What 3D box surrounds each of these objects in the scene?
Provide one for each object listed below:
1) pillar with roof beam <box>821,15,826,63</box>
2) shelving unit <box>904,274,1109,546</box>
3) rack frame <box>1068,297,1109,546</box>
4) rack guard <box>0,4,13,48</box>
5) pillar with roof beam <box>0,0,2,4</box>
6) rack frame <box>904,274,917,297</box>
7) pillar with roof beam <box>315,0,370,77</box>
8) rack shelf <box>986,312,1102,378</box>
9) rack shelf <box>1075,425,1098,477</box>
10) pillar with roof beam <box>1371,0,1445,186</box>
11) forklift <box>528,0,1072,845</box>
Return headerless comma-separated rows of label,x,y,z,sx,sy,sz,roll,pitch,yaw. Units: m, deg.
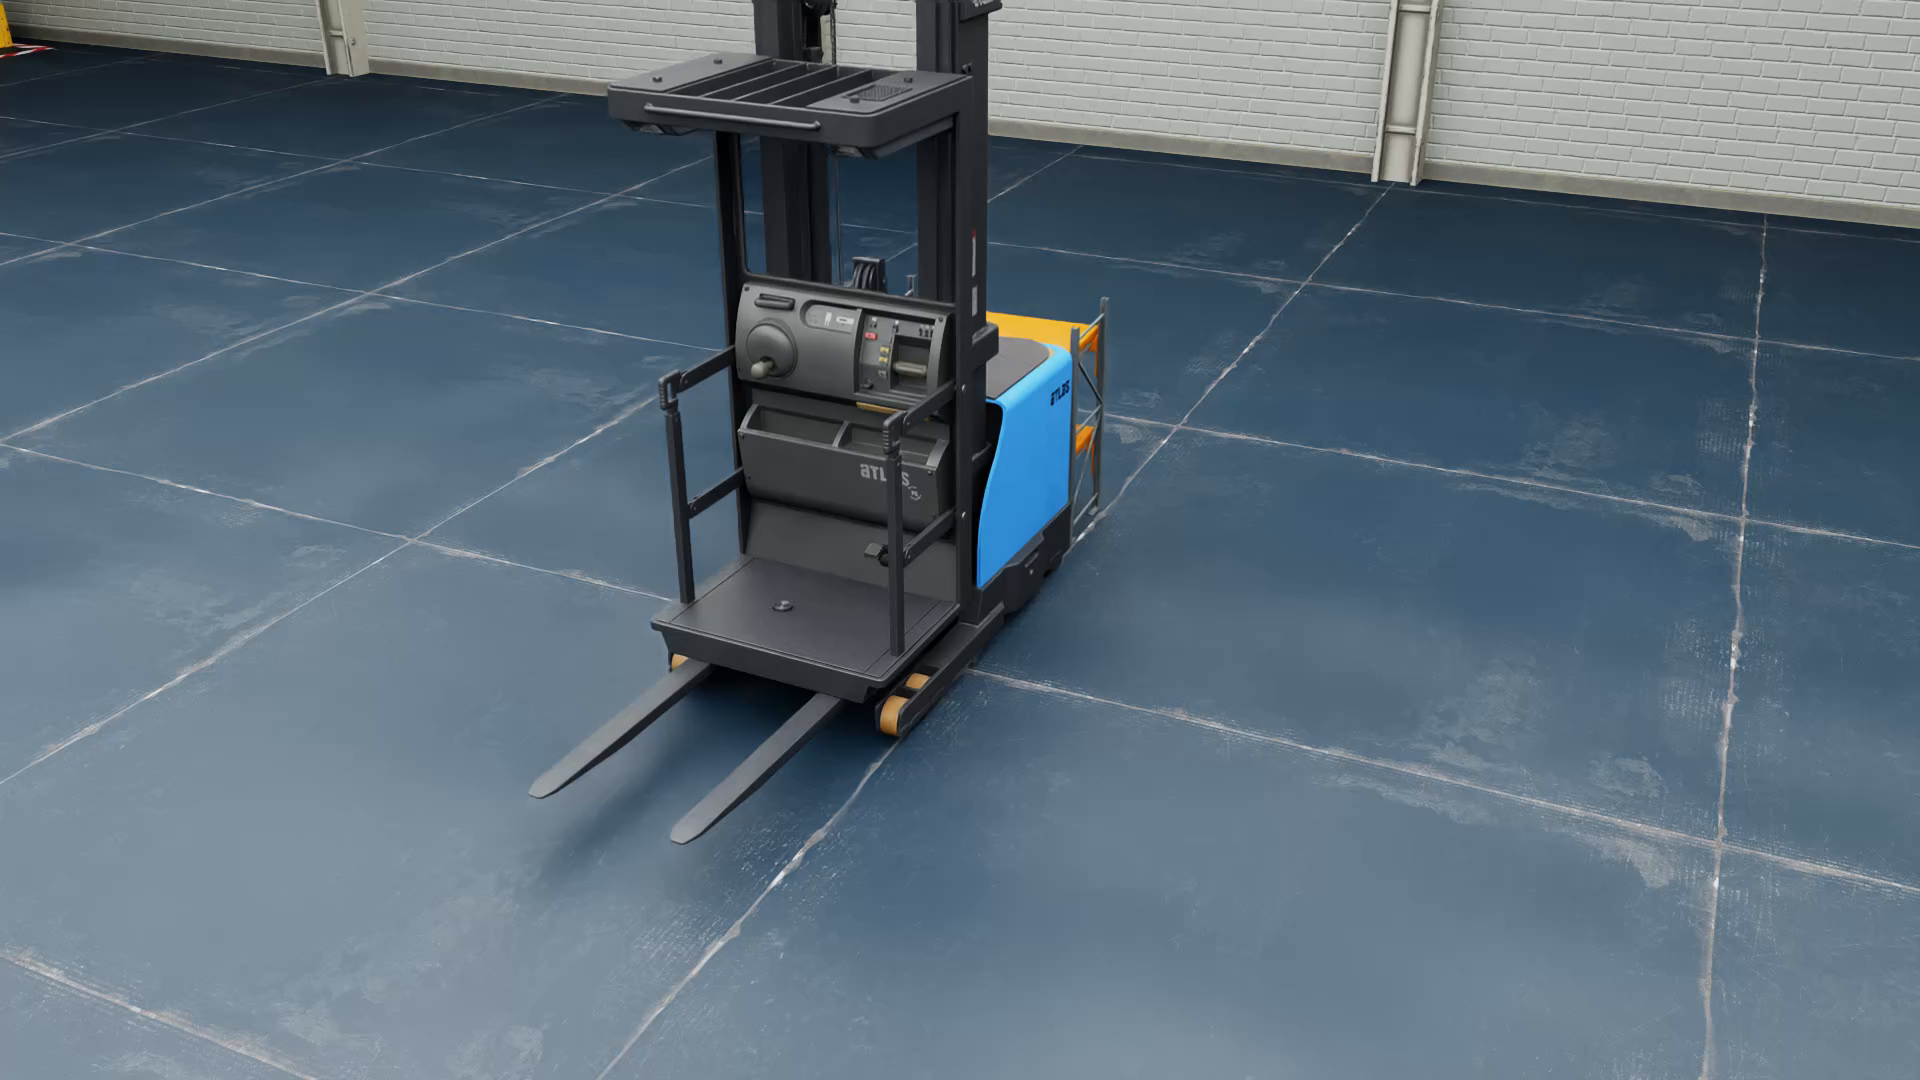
pillar with roof beam,-3.371,-6.599,11.466,0.400,9.000,9.100,11,28,22
shelving unit,0.147,-0.659,8.315,1.048,1.125,0.538,10,28,19
rack frame,0.619,-0.575,8.145,0.032,1.125,0.500,10,28,19
rack guard,-12.230,-6.217,20.312,0.348,0.500,1.175,11,28,22
pillar with roof beam,-14.295,-8.793,15.922,0.400,9.000,9.100,11,28,22
rack frame,-0.325,-0.742,8.484,0.032,1.125,0.500,10,28,19
pillar with roof beam,-8.833,-7.696,13.694,0.400,9.000,9.100,11,28,22
rack shelf,0.147,-0.921,8.186,1.000,0.278,0.538,10,28,19
rack shelf,0.147,-0.440,8.423,1.000,0.278,0.538,10,28,19
pillar with roof beam,2.091,-5.502,9.237,0.400,9.000,9.100,11,28,22
forklift,-0.573,-0.748,6.451,1.130,2.935,3.031,12,29,23
